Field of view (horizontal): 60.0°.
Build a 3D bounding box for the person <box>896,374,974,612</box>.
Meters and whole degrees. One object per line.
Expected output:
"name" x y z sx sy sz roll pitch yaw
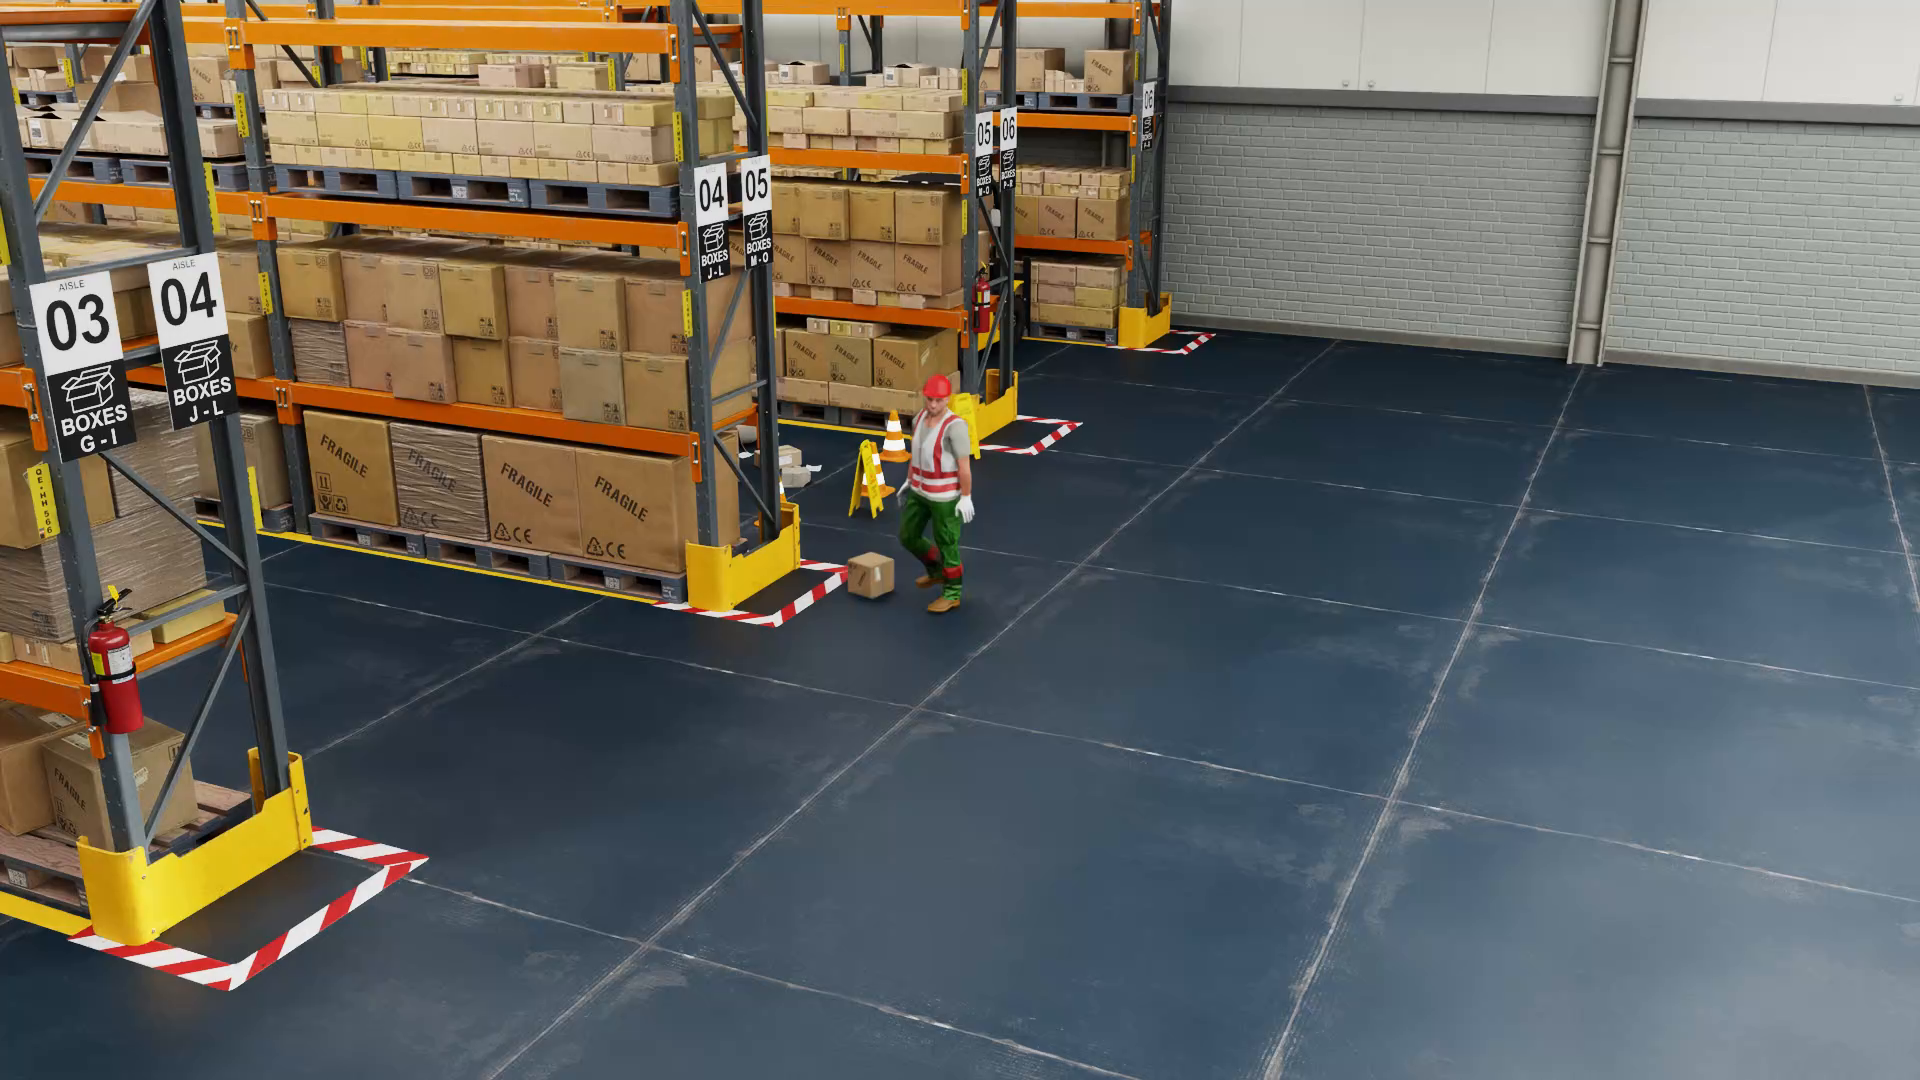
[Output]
"person" -0.157 -0.350 11.995 0.454 1.779 0.691 -16 24 -39
